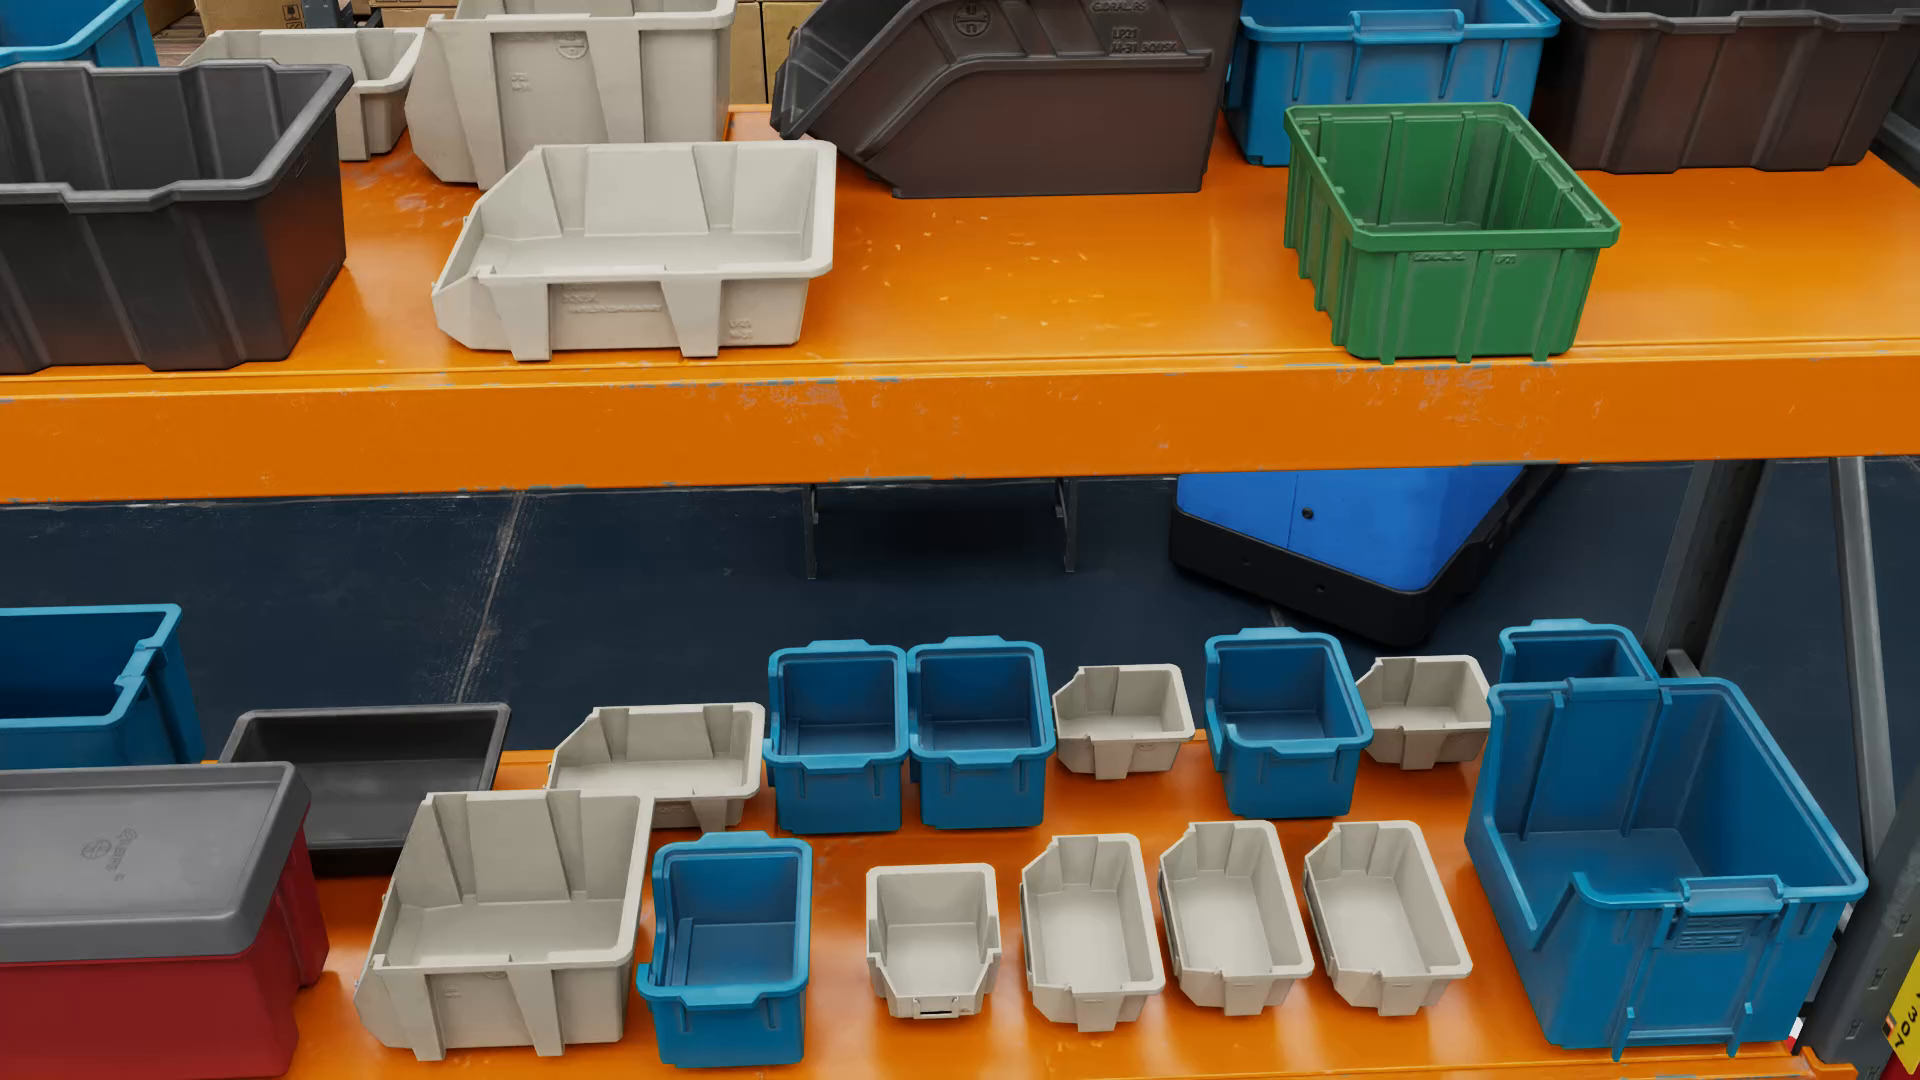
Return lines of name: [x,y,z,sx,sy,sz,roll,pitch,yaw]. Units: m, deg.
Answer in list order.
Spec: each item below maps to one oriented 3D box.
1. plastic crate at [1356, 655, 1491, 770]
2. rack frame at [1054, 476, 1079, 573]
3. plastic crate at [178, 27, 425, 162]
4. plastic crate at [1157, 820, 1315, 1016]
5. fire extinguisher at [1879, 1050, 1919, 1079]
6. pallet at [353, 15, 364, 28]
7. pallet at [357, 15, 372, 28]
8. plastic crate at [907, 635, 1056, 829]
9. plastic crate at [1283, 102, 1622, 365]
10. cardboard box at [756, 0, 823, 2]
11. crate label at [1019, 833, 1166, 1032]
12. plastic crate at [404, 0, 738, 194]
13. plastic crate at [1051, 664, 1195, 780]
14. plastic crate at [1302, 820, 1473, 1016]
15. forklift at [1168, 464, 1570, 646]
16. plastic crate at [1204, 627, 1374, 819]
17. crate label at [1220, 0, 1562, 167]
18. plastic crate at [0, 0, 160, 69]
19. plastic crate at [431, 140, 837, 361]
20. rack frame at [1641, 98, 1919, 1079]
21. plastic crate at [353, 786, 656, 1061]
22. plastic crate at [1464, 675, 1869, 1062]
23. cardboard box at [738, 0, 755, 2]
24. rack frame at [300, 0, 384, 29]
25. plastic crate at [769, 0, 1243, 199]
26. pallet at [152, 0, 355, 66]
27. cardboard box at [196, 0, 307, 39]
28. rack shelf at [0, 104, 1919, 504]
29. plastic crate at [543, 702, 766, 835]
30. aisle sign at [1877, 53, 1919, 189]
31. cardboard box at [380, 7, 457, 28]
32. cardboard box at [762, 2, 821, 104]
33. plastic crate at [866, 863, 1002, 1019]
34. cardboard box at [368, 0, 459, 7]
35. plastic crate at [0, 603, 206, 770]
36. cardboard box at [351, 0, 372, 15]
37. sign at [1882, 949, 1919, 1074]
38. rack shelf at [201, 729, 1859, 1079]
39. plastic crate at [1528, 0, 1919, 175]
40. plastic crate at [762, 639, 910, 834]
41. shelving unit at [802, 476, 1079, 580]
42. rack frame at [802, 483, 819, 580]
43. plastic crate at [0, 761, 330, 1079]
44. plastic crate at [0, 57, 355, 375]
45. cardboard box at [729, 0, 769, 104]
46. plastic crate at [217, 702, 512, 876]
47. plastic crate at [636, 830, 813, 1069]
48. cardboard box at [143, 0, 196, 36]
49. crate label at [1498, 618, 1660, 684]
plastic crate: [1.030,0.393,3.725,0.298,0.136,0.250,-2,35,-2]
rack frame: [0.423,-0.628,6.340,0.032,1.500,0.500,-2,35,-2]
plastic crate: [-1.126,-0.740,2.779,0.466,0.136,0.293,-2,35,-2]
plastic crate: [0.521,0.736,3.229,0.243,0.136,0.396,-2,35,-2]
fire extinguisher: [1.789,0.968,3.112,0.183,0.674,0.296,-2,35,-2]
pallet: [-4.836,-3.751,11.984,1.213,0.211,1.003,-2,35,-2]
pallet: [-3.615,-3.785,12.034,1.213,0.211,1.003,-2,35,-2]
plastic crate: [0.040,0.427,3.591,0.300,0.233,0.416,-2,35,-2]
plastic crate: [0.645,-0.429,2.285,0.336,0.188,0.450,-2,35,-2]
cardboard box: [-0.581,-2.527,6.799,0.500,0.500,0.500,-1,35,-1]
crate label: [0.244,0.758,3.198,0.243,0.136,0.396,-2,35,-2]
plastic crate: [-0.611,-0.772,2.698,0.530,0.282,0.437,-2,35,-2]
plastic crate: [0.353,0.411,3.699,0.298,0.136,0.250,-2,35,-2]
plastic crate: [0.811,0.737,3.229,0.243,0.136,0.396,-2,35,-2]
forklift: [2.084,-1.608,6.498,1.130,2.935,3.031,22,40,28]
plastic crate: [0.697,0.410,3.617,0.300,0.233,0.416,-2,35,-2]
crate label: [0.680,-0.803,2.769,0.502,0.251,0.408,-2,35,-2]
plastic crate: [-1.484,-0.735,2.687,0.300,0.233,0.416,-2,35,-2]
plastic crate: [-0.435,-0.400,2.288,0.530,0.136,0.437,-2,35,-2]
rack frame: [1.617,0.528,3.351,0.127,3.000,1.000,-2,35,-2]
plastic crate: [-0.845,0.724,3.120,0.530,0.282,0.437,-2,35,-2]
plastic crate: [1.291,0.604,3.157,0.499,0.435,0.616,-2,35,-2]
cardboard box: [-1.096,-2.513,6.778,0.500,0.500,0.500,-3,35,-4]
rack frame: [-2.609,-2.180,7.264,0.127,3.000,1.000,-2,35,-2]
plastic crate: [0.078,-0.795,2.681,0.767,0.338,0.504,-2,35,-2]
pallet: [-3.413,-2.141,7.377,1.213,0.211,1.003,-2,35,-2]
cardboard box: [-3.093,-2.508,7.281,0.500,0.500,0.700,-13,37,-18]
rack shelf: [-0.381,-0.356,2.624,4.000,0.370,1.077,-2,35,-2]
plastic crate: [-0.653,0.502,3.568,0.466,0.136,0.293,-2,35,-2]
aisle sign: [1.675,-0.712,2.858,0.004,0.787,0.394,-2,35,-2]
cardboard box: [-2.087,-2.080,7.032,0.500,0.500,0.500,-1,35,-1]
cardboard box: [-0.568,-2.122,7.093,0.500,0.500,0.500,-2,35,-3]
plastic crate: [-0.051,0.776,3.171,0.250,0.136,0.298,-2,35,-2]
cardboard box: [-2.125,-2.485,6.738,0.500,0.500,0.500,-1,35,-1]
plastic crate: [-1.928,0.411,3.481,0.575,0.384,0.392,-2,35,-2]
cardboard box: [-4.378,-4.167,11.656,0.750,0.750,0.750,-1,35,-1]
sign: [1.659,0.773,2.853,0.005,0.325,0.100,-2,35,-2]
rack shelf: [-0.381,0.878,3.478,4.000,0.370,1.077,-2,35,-2]
plastic crate: [1.219,-0.800,2.749,0.590,0.269,0.497,-2,35,-2]
plastic crate: [-0.260,0.435,3.579,0.300,0.233,0.416,-2,35,-2]
shelving unit: [-0.085,-0.614,6.320,1.048,1.500,0.538,-2,35,-2]
rack frame: [-0.593,-0.601,6.300,0.032,1.500,0.500,-2,35,-2]
plastic crate: [-1.475,0.703,2.989,0.583,0.464,0.402,-2,35,-2]
plastic crate: [-1.125,-0.421,2.202,0.590,0.269,0.497,-2,35,-2]
cardboard box: [-1.076,-2.108,7.072,0.500,0.500,0.500,-2,35,-2]
plastic crate: [-1.273,0.541,3.521,0.590,0.125,0.437,-2,35,-2]
plastic crate: [-0.422,0.773,3.091,0.300,0.233,0.416,-2,35,-2]
cardboard box: [-3.777,-2.453,7.202,0.500,0.500,0.700,4,35,5]
crate label: [1.355,0.392,3.642,0.303,0.233,0.416,-2,35,-2]
